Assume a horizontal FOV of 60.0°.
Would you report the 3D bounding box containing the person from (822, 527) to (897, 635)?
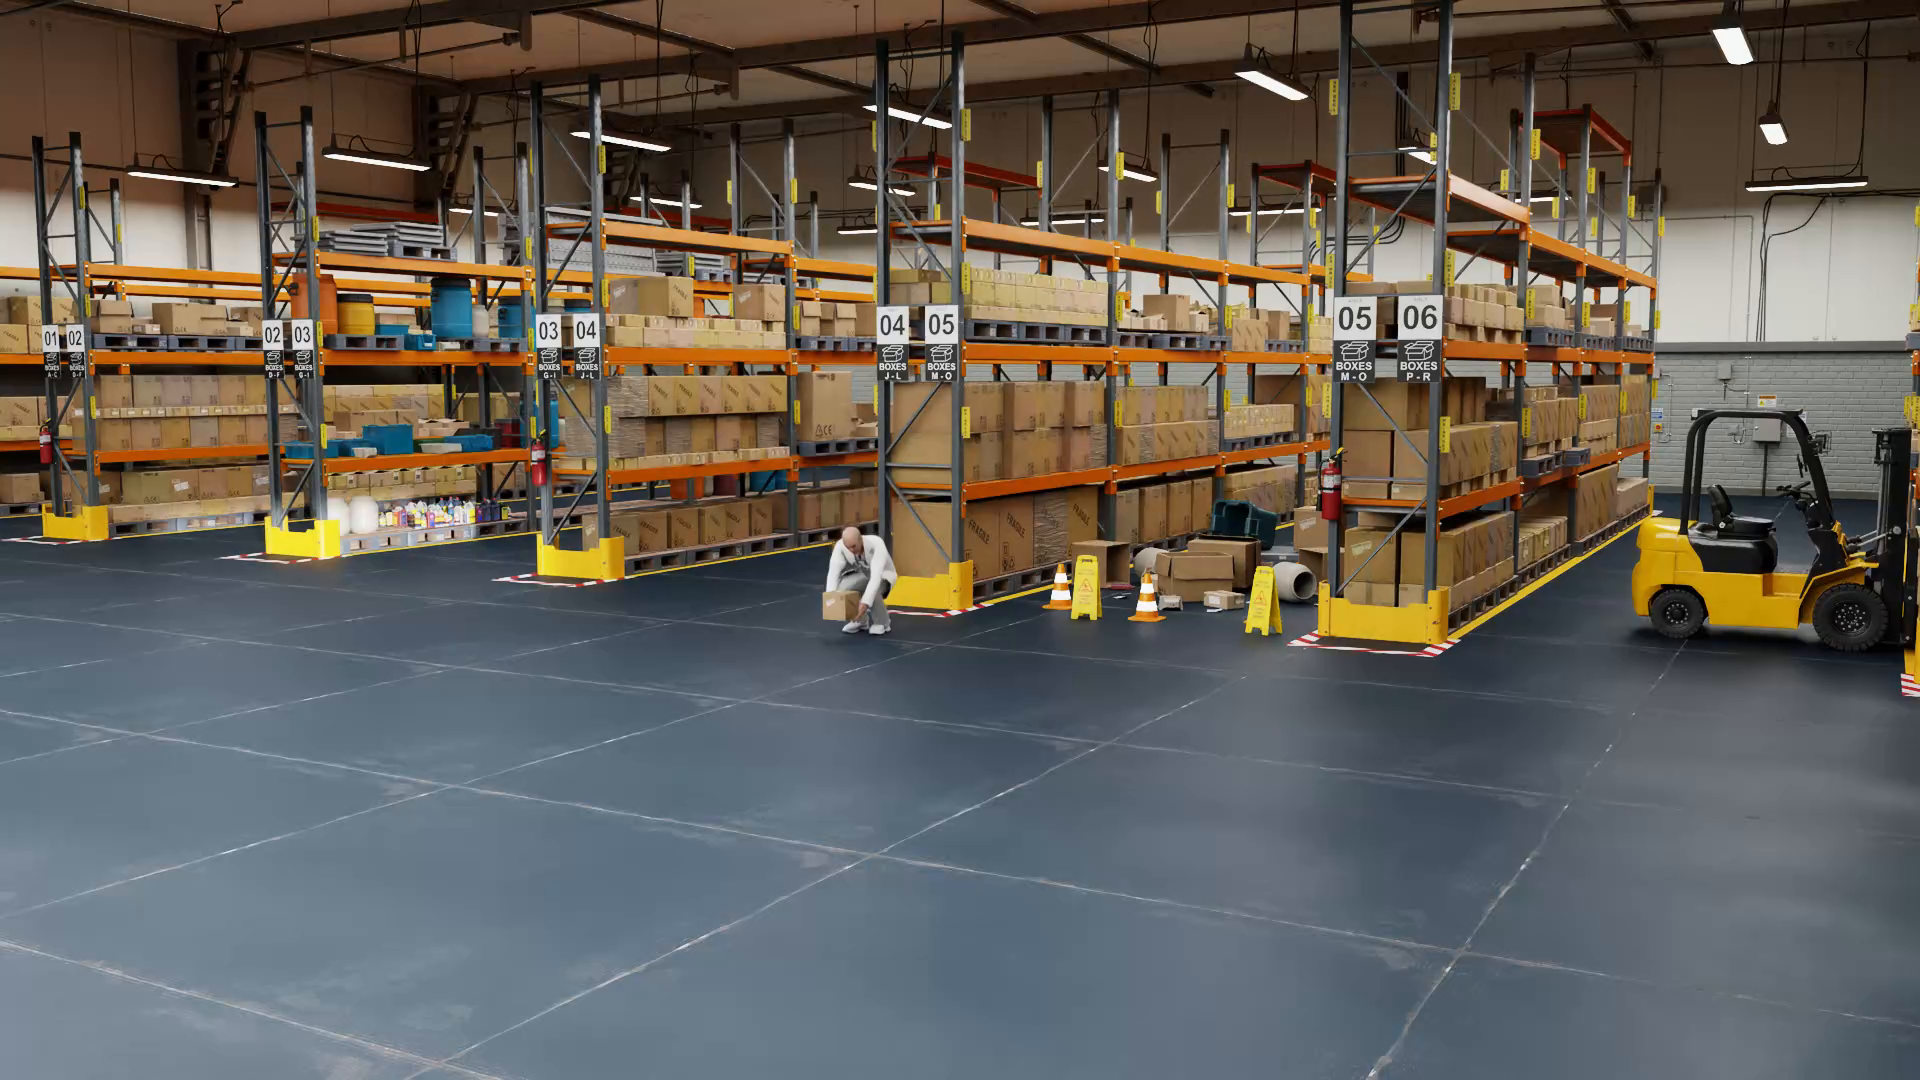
[{"bbox_3d":[-0.921,0.376,15.913,0.613,1.063,0.888,3,7,28],"label":"person"}]
